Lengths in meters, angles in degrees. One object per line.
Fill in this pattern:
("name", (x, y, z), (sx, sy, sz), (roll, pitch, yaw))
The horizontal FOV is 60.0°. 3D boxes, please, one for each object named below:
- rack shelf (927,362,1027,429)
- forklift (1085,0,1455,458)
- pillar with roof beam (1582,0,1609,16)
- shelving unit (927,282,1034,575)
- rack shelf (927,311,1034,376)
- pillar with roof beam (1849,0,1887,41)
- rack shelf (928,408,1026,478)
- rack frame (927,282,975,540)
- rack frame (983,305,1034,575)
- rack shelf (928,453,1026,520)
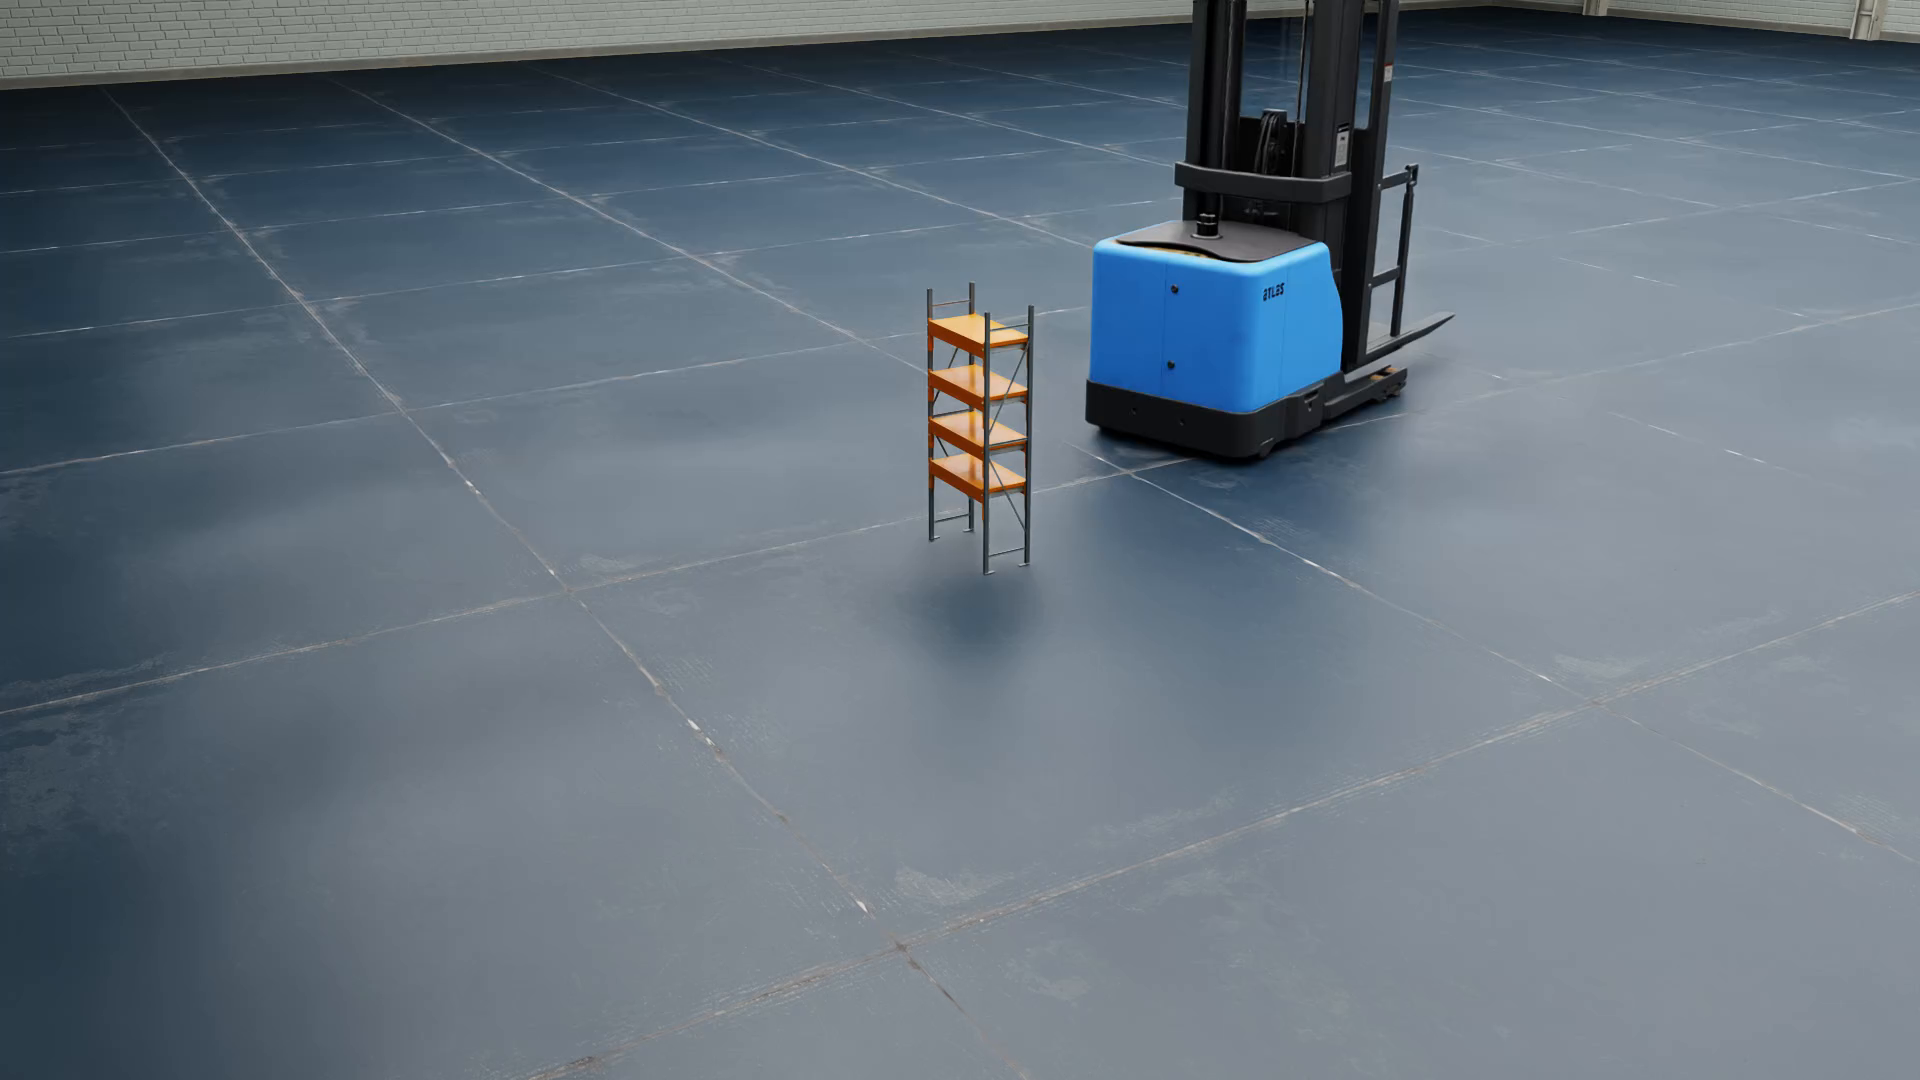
("rack shelf", (0.085, -0.647, 7.395), (0.258, 0.148, 0.480), (-13, 25, -28))
("forklift", (2.020, -2.271, 9.506), (1.130, 2.935, 3.031), (17, 28, 36))
("pillar with roof beam", (9.633, -14.364, 31.199), (9.100, 9.000, 0.400), (-13, 25, -28))
("shelving unit", (0.085, -0.502, 7.454), (0.258, 1.200, 0.503), (-13, 25, -28))
("rack shelf", (0.085, -0.866, 7.306), (0.258, 0.148, 0.480), (-13, 25, -28))
("pillar with roof beam", (12.698, -12.422, 26.421), (9.100, 9.000, 0.400), (-13, 25, -28))
("rack shelf", (0.085, -0.440, 7.479), (0.258, 0.148, 0.480), (-13, 25, -28))
("rack frame", (-0.040, -0.581, 7.648), (0.240, 1.200, 0.015), (-13, 25, -28))
("rack frame", (0.209, -0.423, 7.259), (0.240, 1.200, 0.015), (-13, 25, -28))
("rack shelf", (0.085, -0.256, 7.554), (0.258, 0.148, 0.480), (-13, 25, -28))
